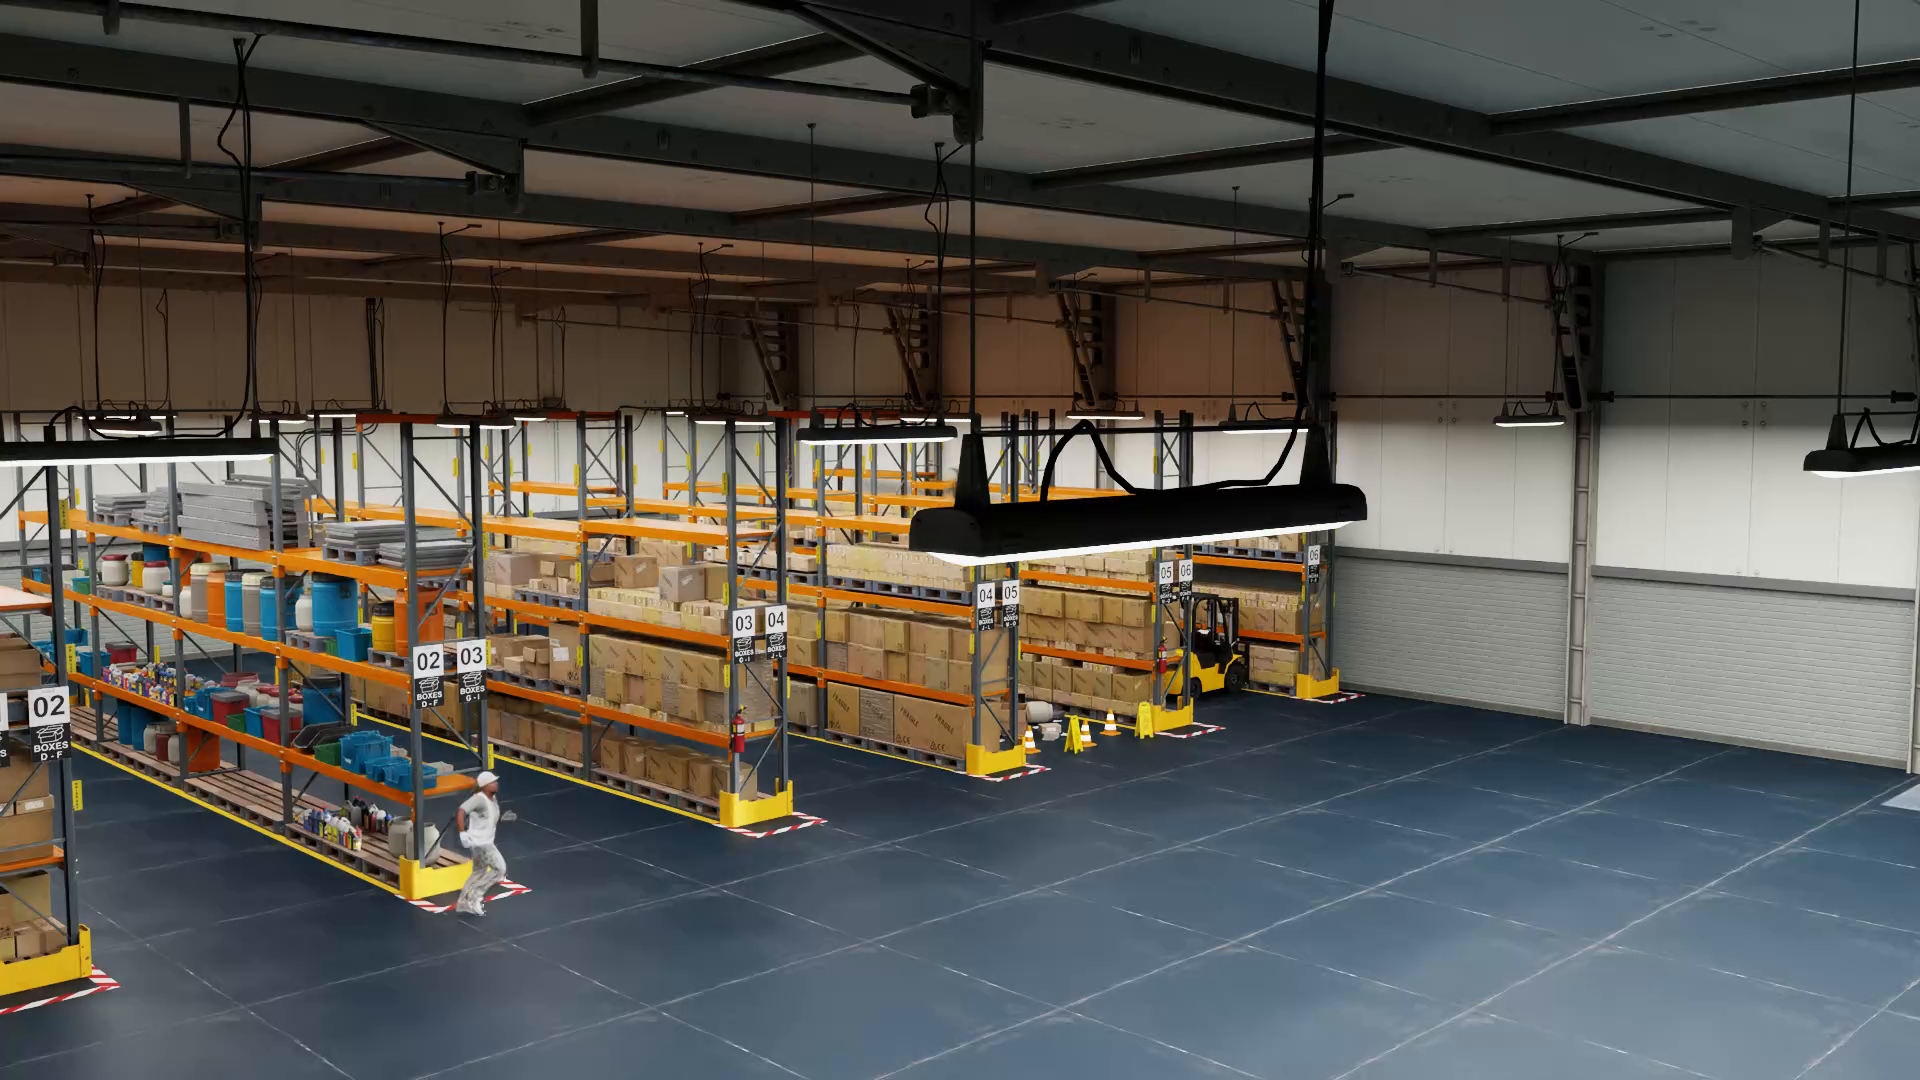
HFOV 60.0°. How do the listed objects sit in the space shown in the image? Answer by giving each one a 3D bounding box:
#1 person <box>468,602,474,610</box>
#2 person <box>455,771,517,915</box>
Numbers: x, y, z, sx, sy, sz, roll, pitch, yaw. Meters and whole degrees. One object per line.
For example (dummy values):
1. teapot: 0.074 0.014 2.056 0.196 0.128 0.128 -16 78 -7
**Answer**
1. person: -11.070 2.207 37.479 0.876 1.754 0.650 4 6 40
2. person: -5.777 3.684 20.247 0.737 1.744 0.686 -1 5 -6
